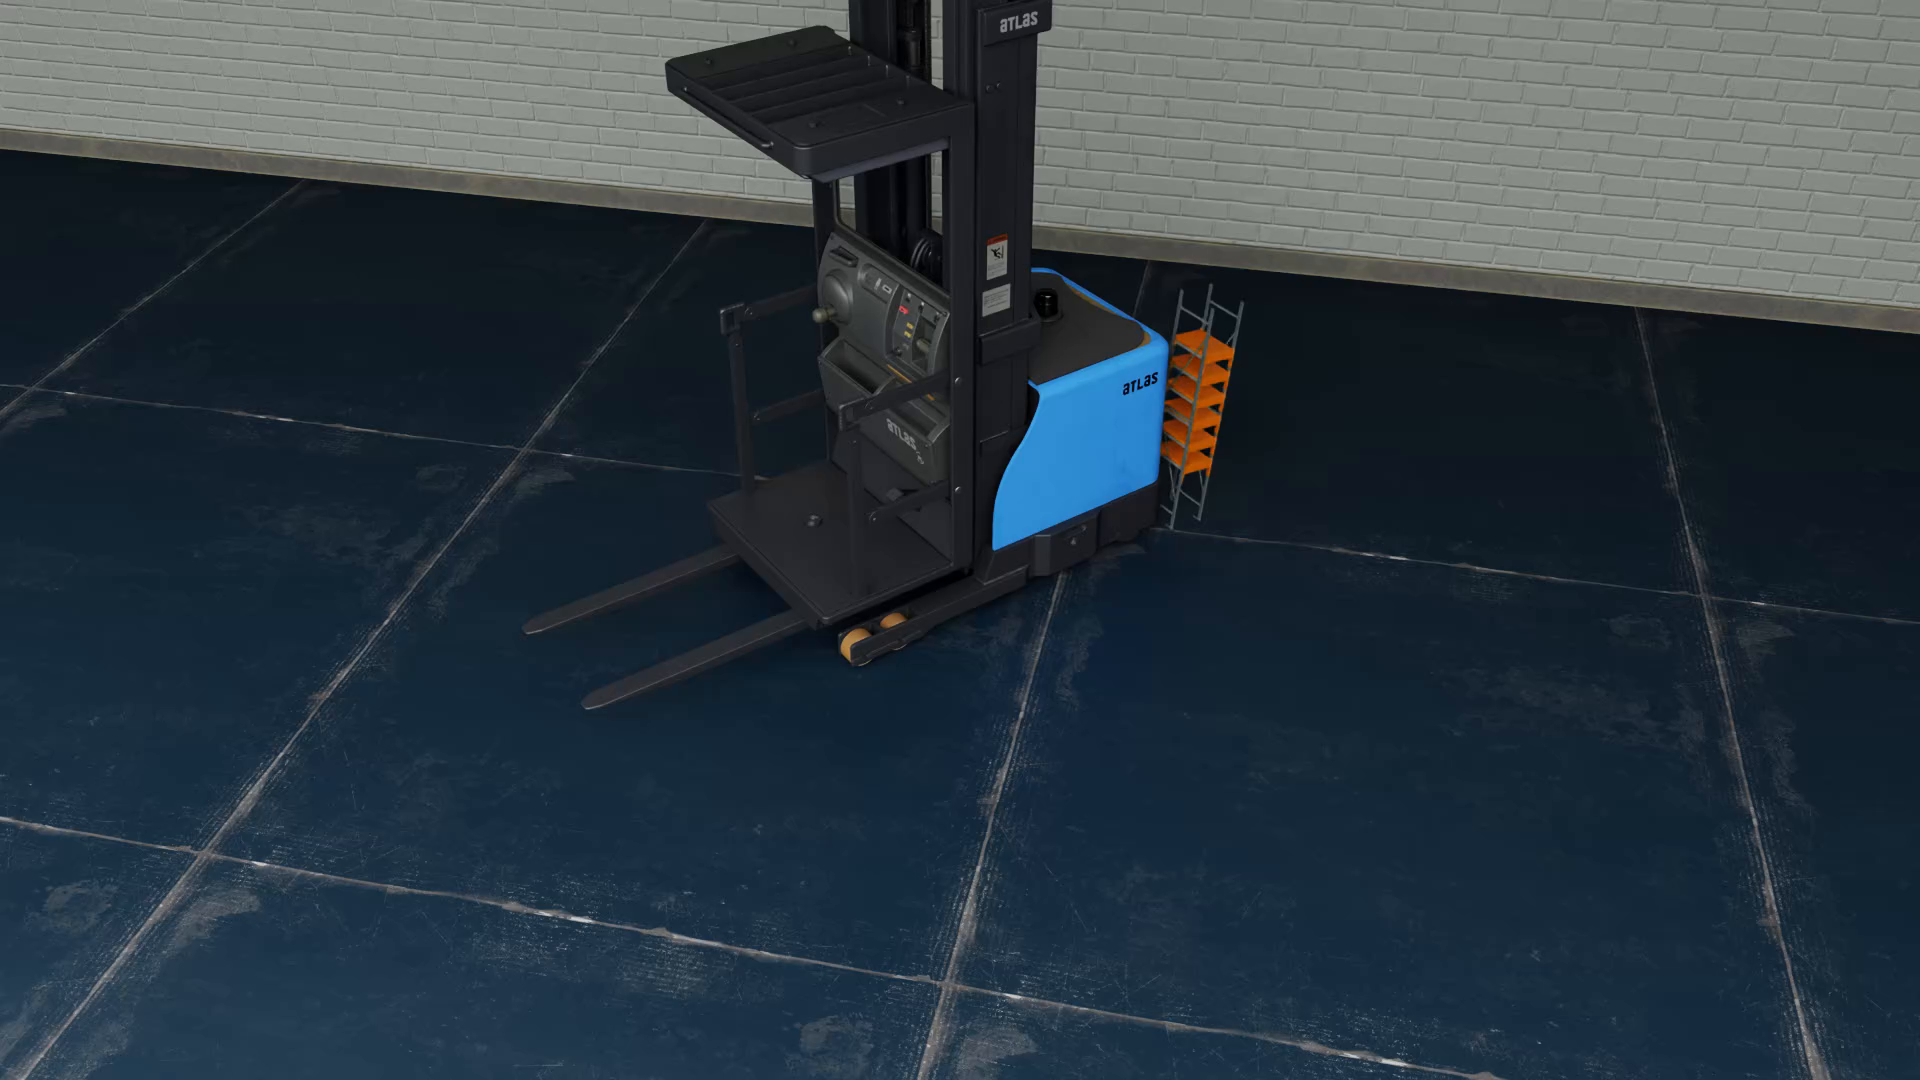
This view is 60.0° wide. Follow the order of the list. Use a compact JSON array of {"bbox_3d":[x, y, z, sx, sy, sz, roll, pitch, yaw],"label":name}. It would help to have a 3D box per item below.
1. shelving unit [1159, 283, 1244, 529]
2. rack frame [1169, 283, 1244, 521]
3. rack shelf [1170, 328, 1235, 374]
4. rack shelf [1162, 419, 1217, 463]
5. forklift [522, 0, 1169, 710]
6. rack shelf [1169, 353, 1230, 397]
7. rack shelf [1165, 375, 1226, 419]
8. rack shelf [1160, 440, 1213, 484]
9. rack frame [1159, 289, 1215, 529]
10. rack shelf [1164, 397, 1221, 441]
[{"bbox_3d":[1.123,-0.637,8.095,0.189,1.200,0.258,-16,38,-31],"label":"shelving unit"},{"bbox_3d":[1.199,-0.658,8.141,0.006,1.200,0.240,-16,38,-31],"label":"rack frame"},{"bbox_3d":[1.153,-0.903,7.926,0.180,0.103,0.258,-16,38,-31],"label":"rack shelf"},{"bbox_3d":[1.108,-0.499,8.182,0.180,0.103,0.258,-16,38,-31],"label":"rack shelf"},{"bbox_3d":[-0.508,-0.976,7.099,3.031,2.935,1.130,-23,42,-28],"label":"forklift"},{"bbox_3d":[1.142,-0.802,7.990,0.180,0.103,0.258,-16,38,-31],"label":"rack shelf"},{"bbox_3d":[1.131,-0.701,8.054,0.180,0.103,0.258,-16,38,-31],"label":"rack shelf"},{"bbox_3d":[1.097,-0.398,8.246,0.180,0.103,0.258,-16,38,-31],"label":"rack shelf"},{"bbox_3d":[1.048,-0.616,8.048,0.006,1.200,0.240,-16,38,-31],"label":"rack frame"},{"bbox_3d":[1.119,-0.600,8.118,0.180,0.103,0.258,-16,38,-31],"label":"rack shelf"}]
